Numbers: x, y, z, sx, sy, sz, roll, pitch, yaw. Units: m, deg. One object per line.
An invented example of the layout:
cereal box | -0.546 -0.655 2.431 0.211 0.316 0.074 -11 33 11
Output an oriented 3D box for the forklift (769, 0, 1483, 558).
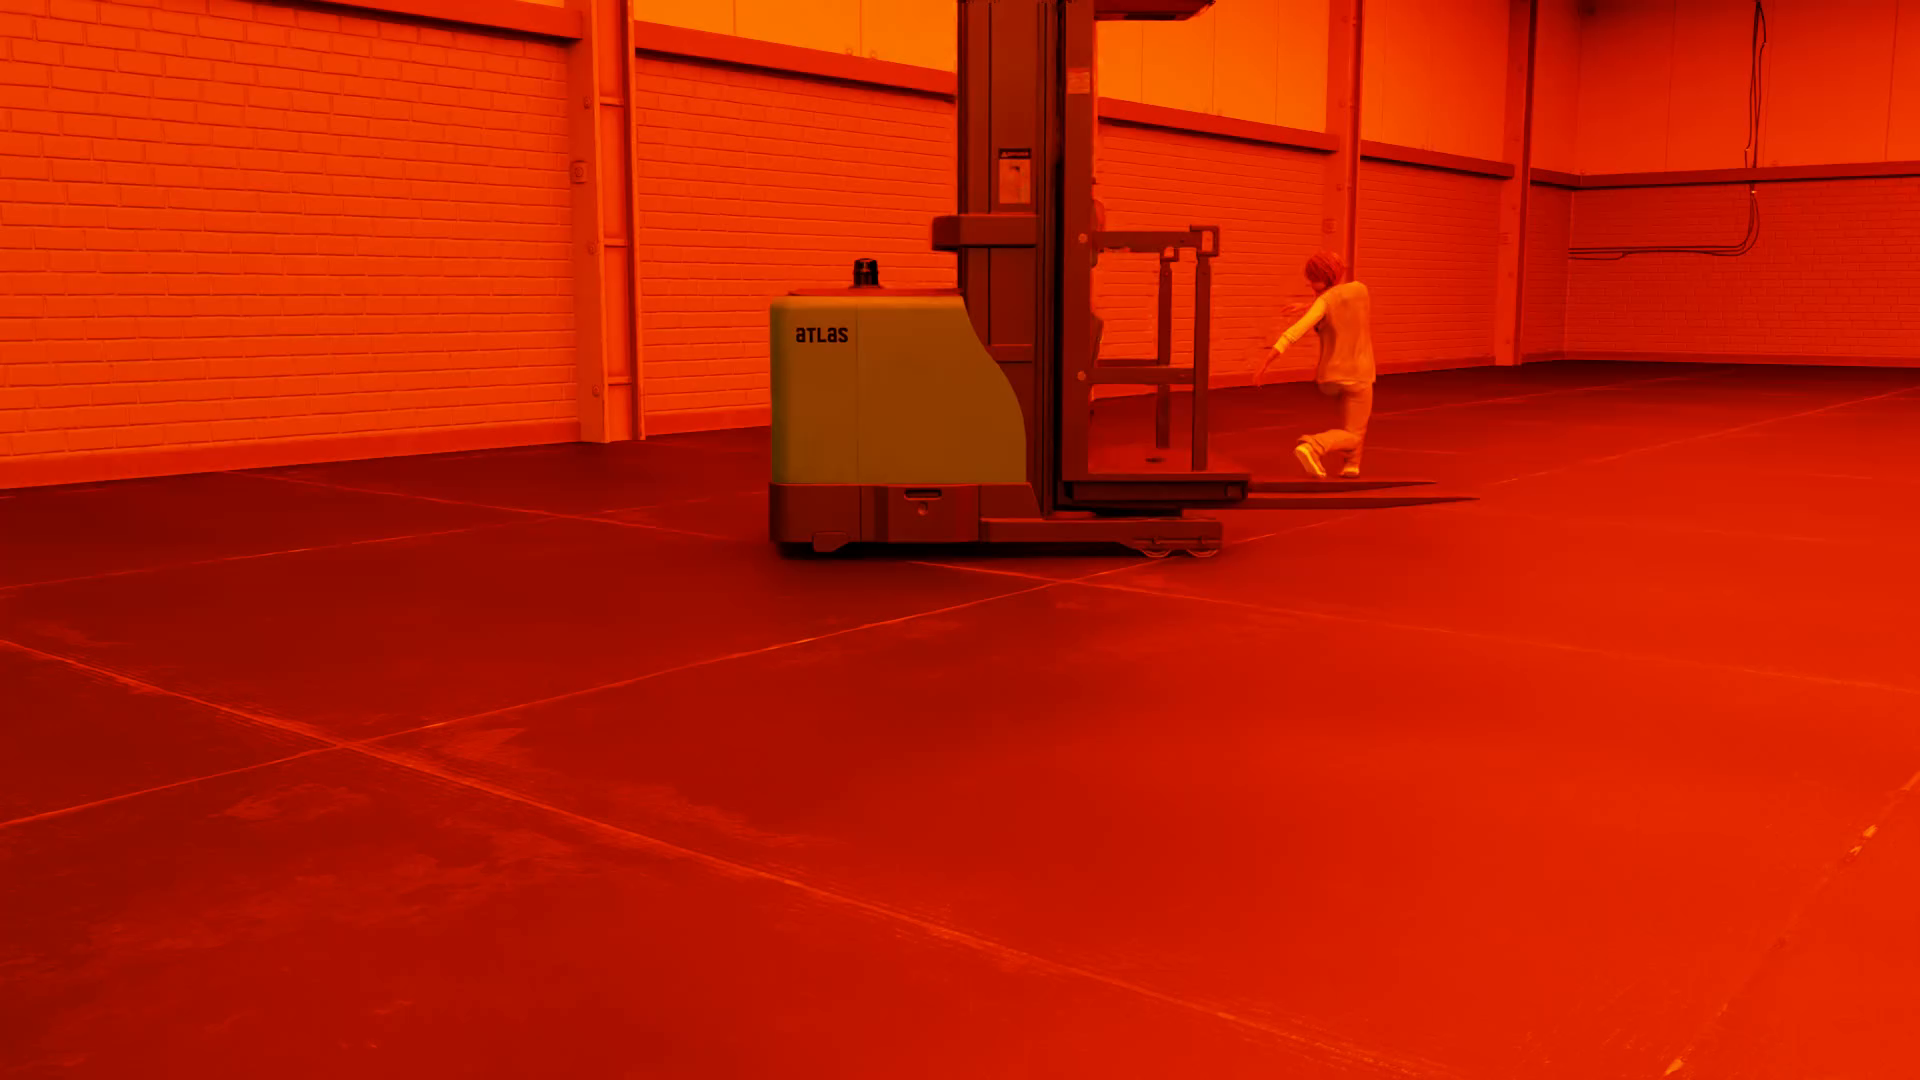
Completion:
forklift | 0.709 -1.451 7.198 3.031 2.935 1.130 0 8 -2

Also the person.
person | 2.097 -0.997 9.747 0.650 1.376 0.871 3 9 20
